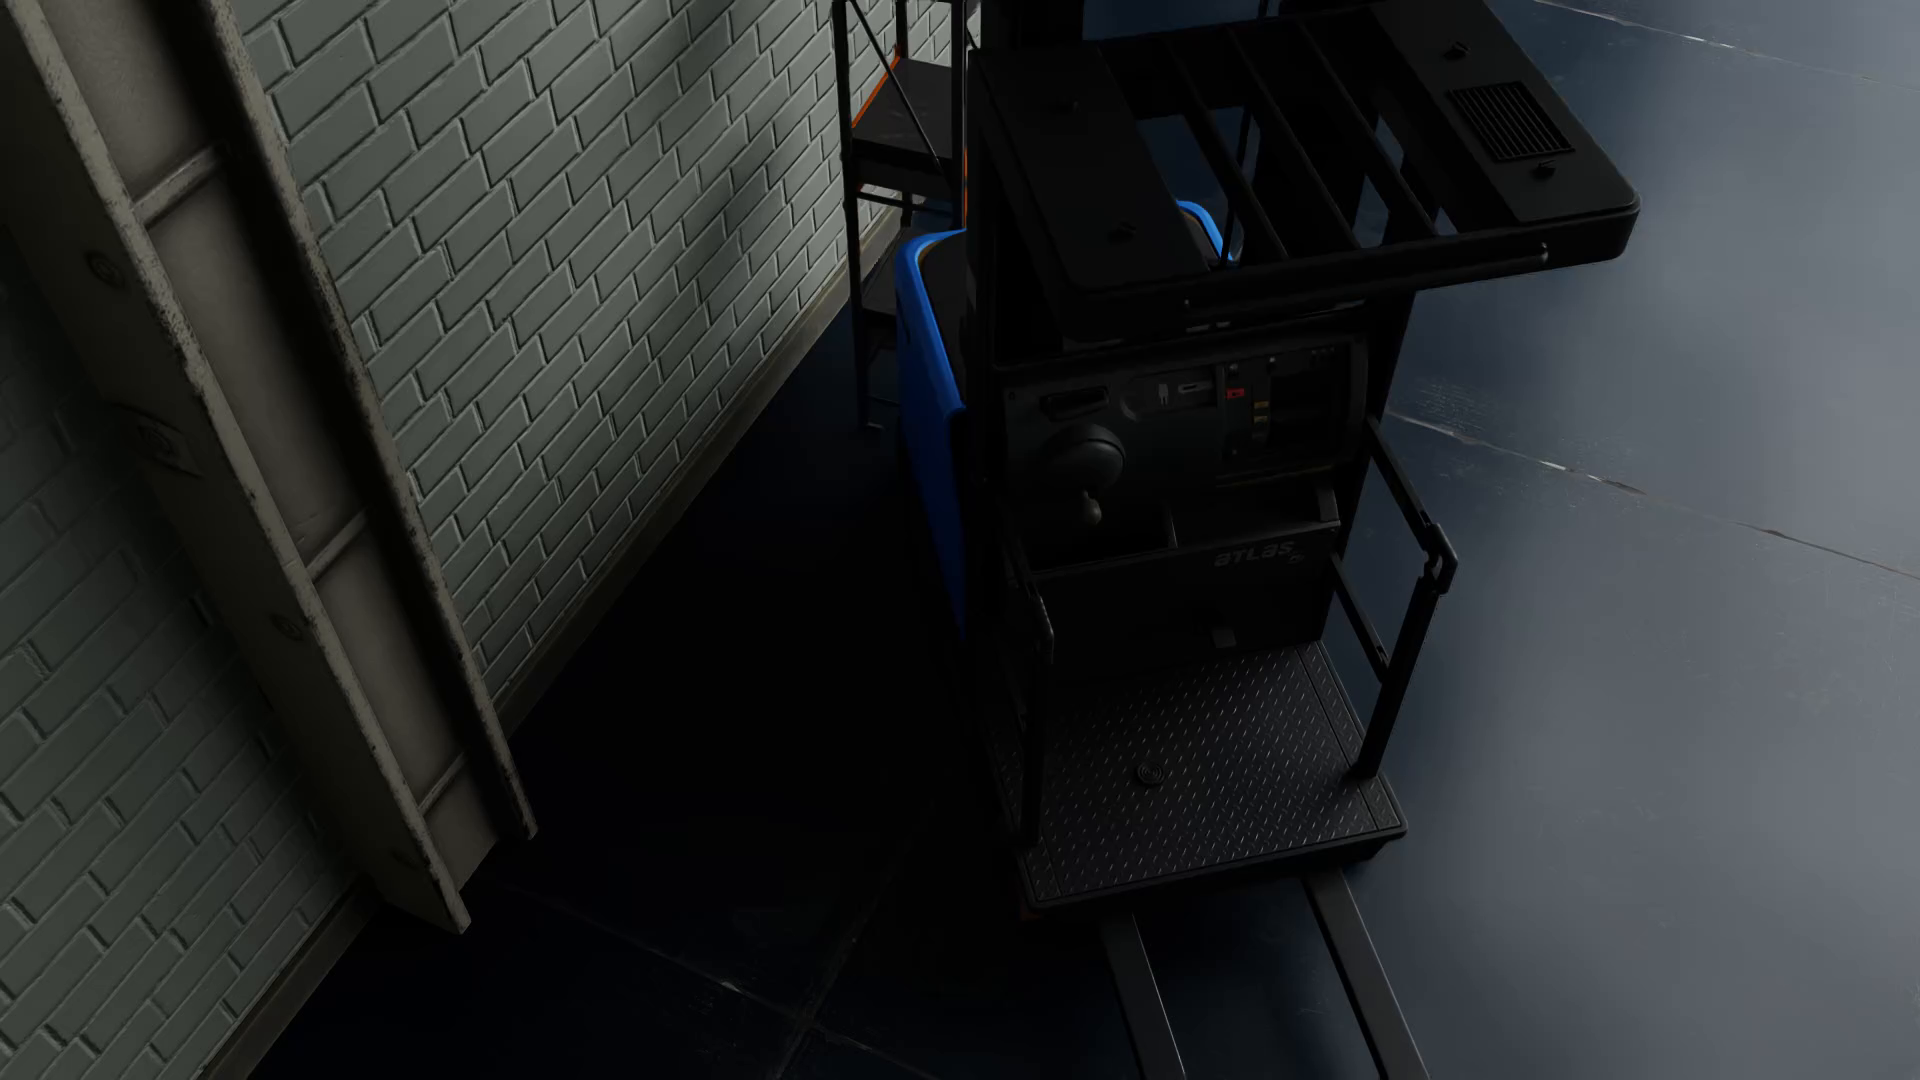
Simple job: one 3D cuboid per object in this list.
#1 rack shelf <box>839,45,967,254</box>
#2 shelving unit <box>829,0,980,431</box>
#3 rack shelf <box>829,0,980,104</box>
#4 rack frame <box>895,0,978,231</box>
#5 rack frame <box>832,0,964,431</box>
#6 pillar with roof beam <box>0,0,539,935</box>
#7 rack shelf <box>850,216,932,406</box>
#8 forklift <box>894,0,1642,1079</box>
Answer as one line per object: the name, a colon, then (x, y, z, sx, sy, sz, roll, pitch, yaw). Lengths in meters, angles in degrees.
rack shelf: (-0.097, -1.224, 5.431, 0.431, 0.518, 0.480, 15, 51, 13)
shelving unit: (-0.097, -1.233, 5.420, 0.431, 2.100, 0.503, 15, 51, 13)
rack shelf: (-0.097, -1.678, 4.898, 0.431, 0.518, 0.480, 15, 51, 13)
rack frame: (-0.015, -1.408, 5.569, 0.400, 2.100, 0.015, 15, 51, 13)
rack frame: (-0.178, -1.058, 5.271, 0.400, 2.100, 0.015, 15, 51, 13)
pillar with roof beam: (2.402, -0.563, 0.321, 9.100, 9.000, 0.400, 20, 52, 16)
rack shelf: (-0.097, -0.770, 5.964, 0.431, 0.518, 0.480, 15, 51, 13)
forklift: (0.611, -0.176, 3.975, 1.130, 2.935, 3.031, -10, 50, -8)
